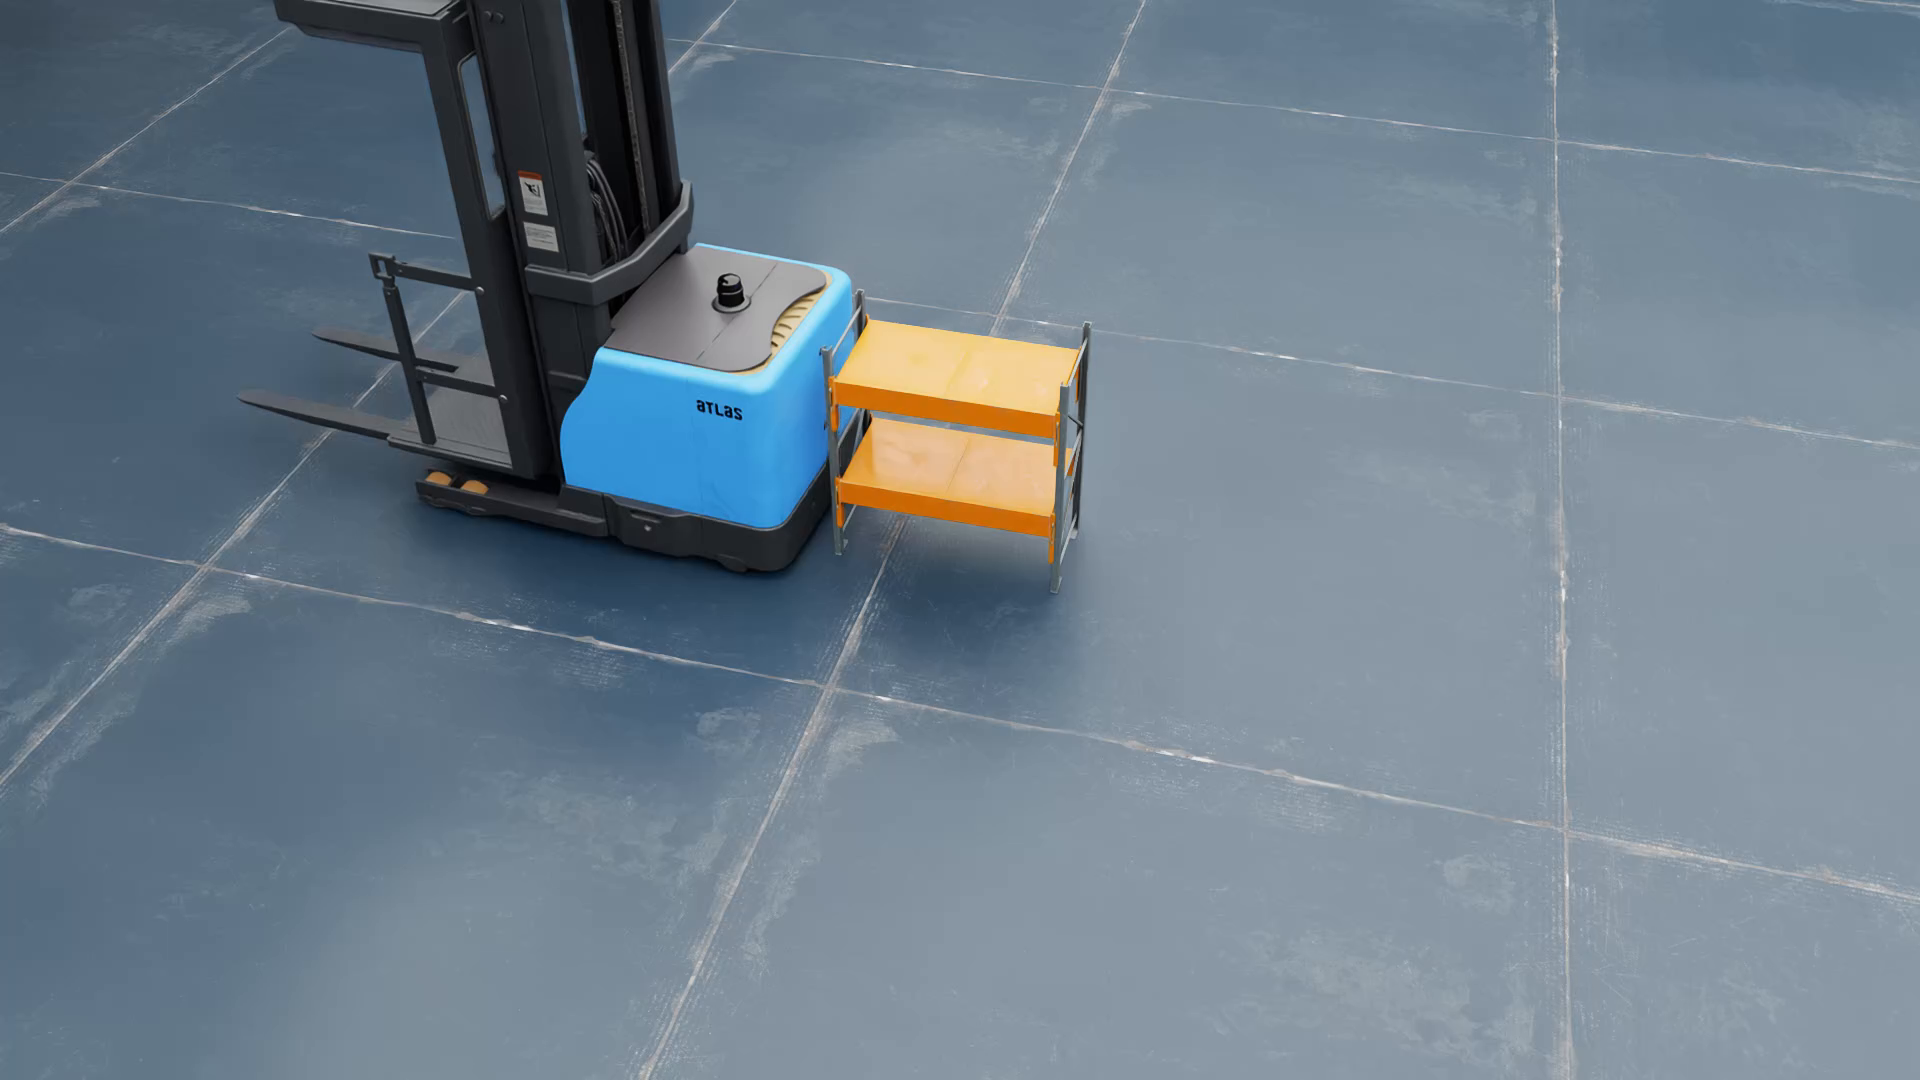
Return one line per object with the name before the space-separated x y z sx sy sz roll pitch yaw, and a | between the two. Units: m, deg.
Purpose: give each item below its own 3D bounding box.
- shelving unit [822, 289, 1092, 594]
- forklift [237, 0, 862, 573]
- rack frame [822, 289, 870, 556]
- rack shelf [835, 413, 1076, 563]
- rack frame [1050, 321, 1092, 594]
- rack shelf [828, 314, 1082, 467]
shelving unit | -0.007 -0.432 7.390 1.048 1.125 0.538 10 41 11
forklift | -2.053 -1.545 7.311 3.031 2.935 1.130 13 42 15
rack frame | -0.498 -0.516 7.490 0.032 1.125 0.500 10 41 11
rack shelf | -0.007 -0.245 7.547 1.000 0.278 0.538 10 41 11
rack frame | 0.485 -0.347 7.289 0.032 1.125 0.500 10 41 11
rack shelf | -0.007 -0.656 7.201 1.000 0.278 0.538 10 41 11
